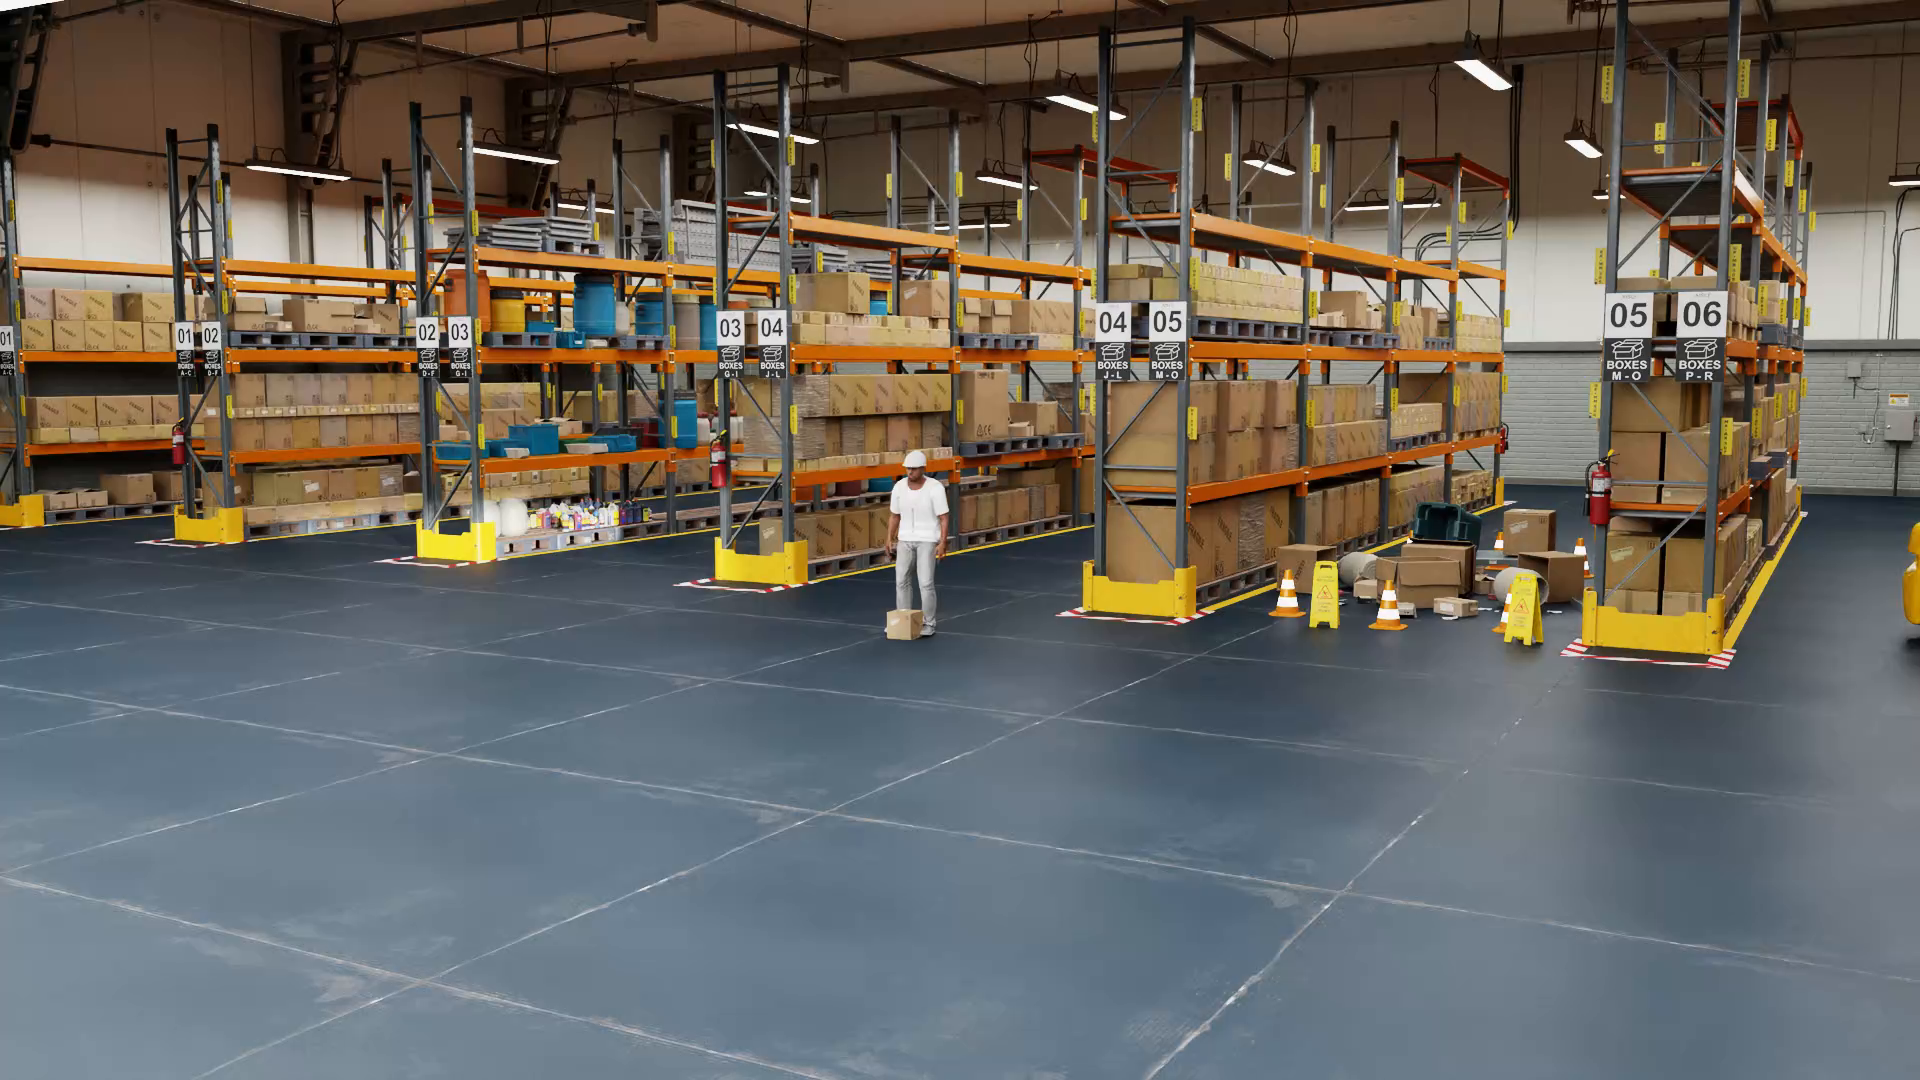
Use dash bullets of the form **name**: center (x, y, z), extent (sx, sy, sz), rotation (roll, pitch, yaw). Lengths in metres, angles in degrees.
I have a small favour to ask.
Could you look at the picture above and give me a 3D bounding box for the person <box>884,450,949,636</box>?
- **person**: center (-0.413, 0.026, 15.802), extent (0.638, 1.760, 0.457), rotation (3, 7, 26)
